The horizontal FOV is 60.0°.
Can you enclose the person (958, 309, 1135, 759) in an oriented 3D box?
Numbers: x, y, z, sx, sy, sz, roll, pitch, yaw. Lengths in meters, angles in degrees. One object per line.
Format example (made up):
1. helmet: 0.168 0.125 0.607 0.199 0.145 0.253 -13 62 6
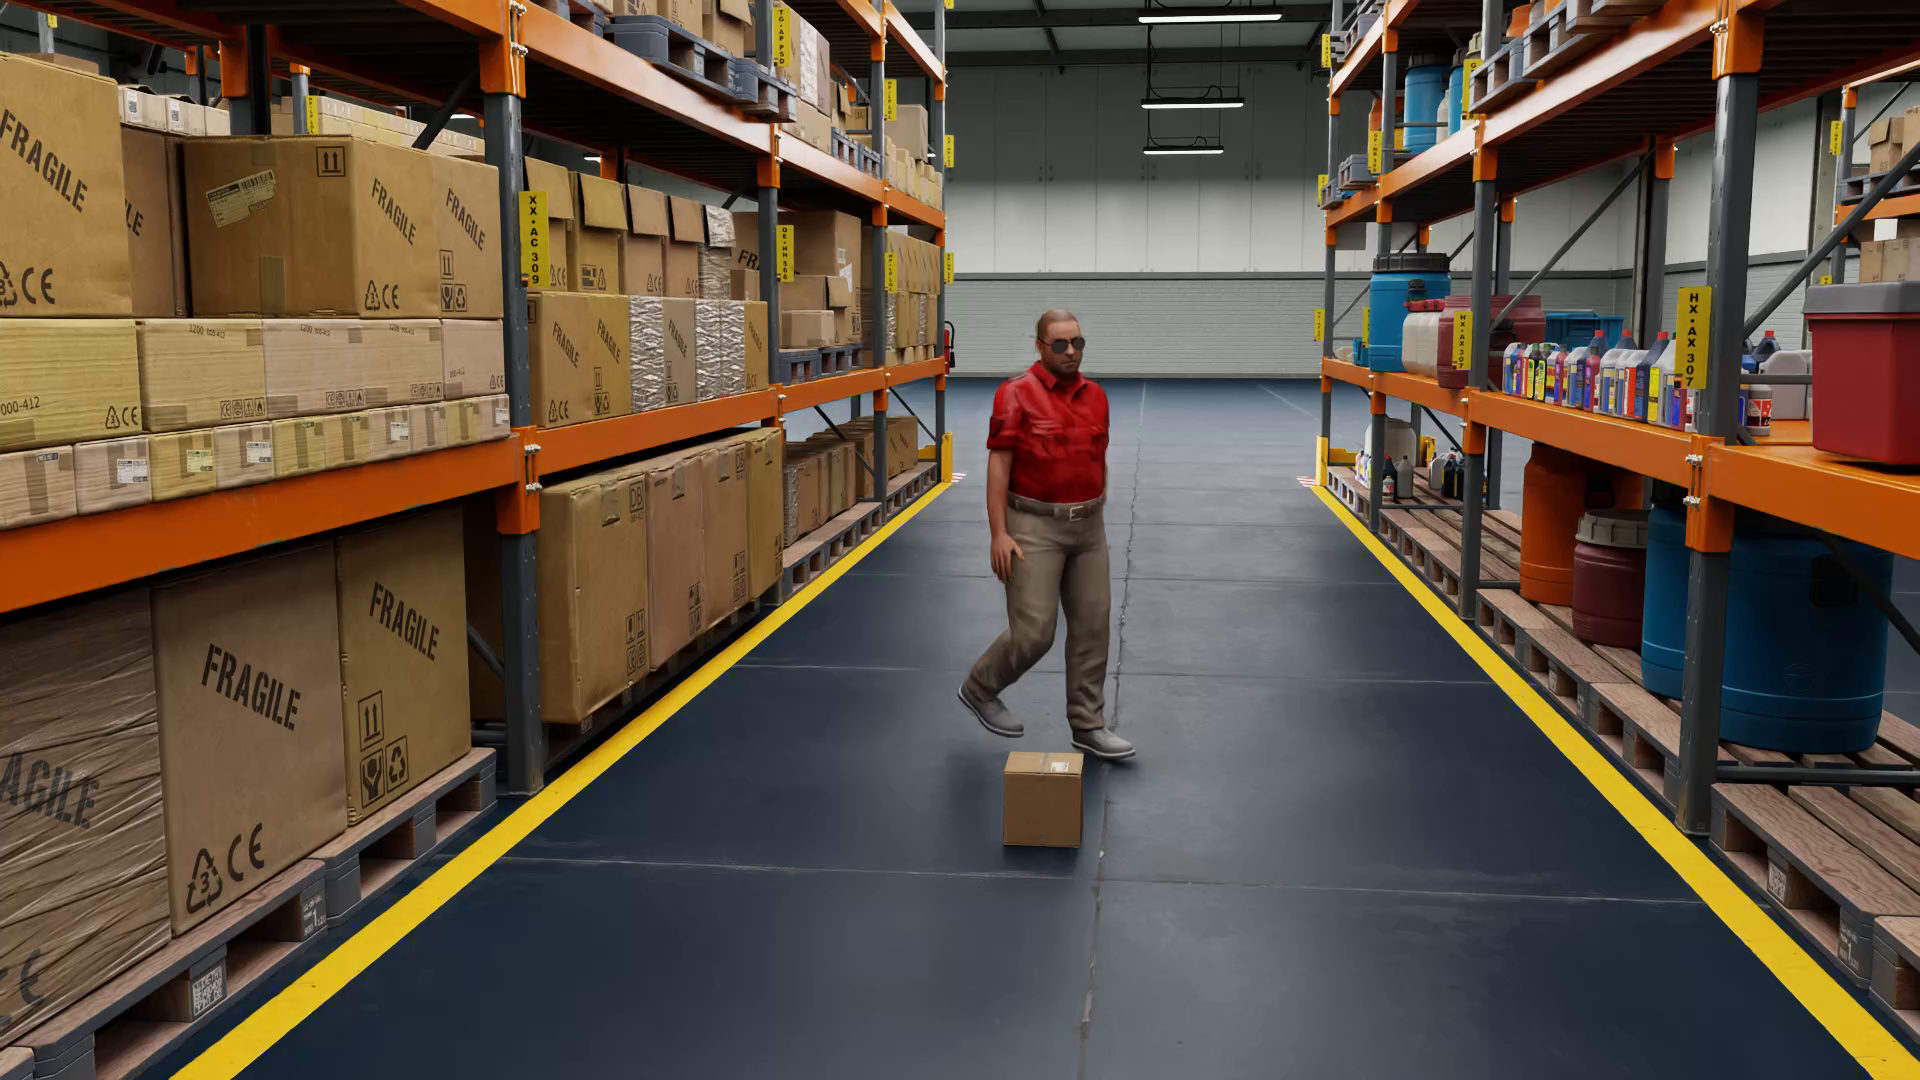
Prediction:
1. person: 0.345 -0.024 6.412 0.585 1.719 0.609 -5 9 -32
